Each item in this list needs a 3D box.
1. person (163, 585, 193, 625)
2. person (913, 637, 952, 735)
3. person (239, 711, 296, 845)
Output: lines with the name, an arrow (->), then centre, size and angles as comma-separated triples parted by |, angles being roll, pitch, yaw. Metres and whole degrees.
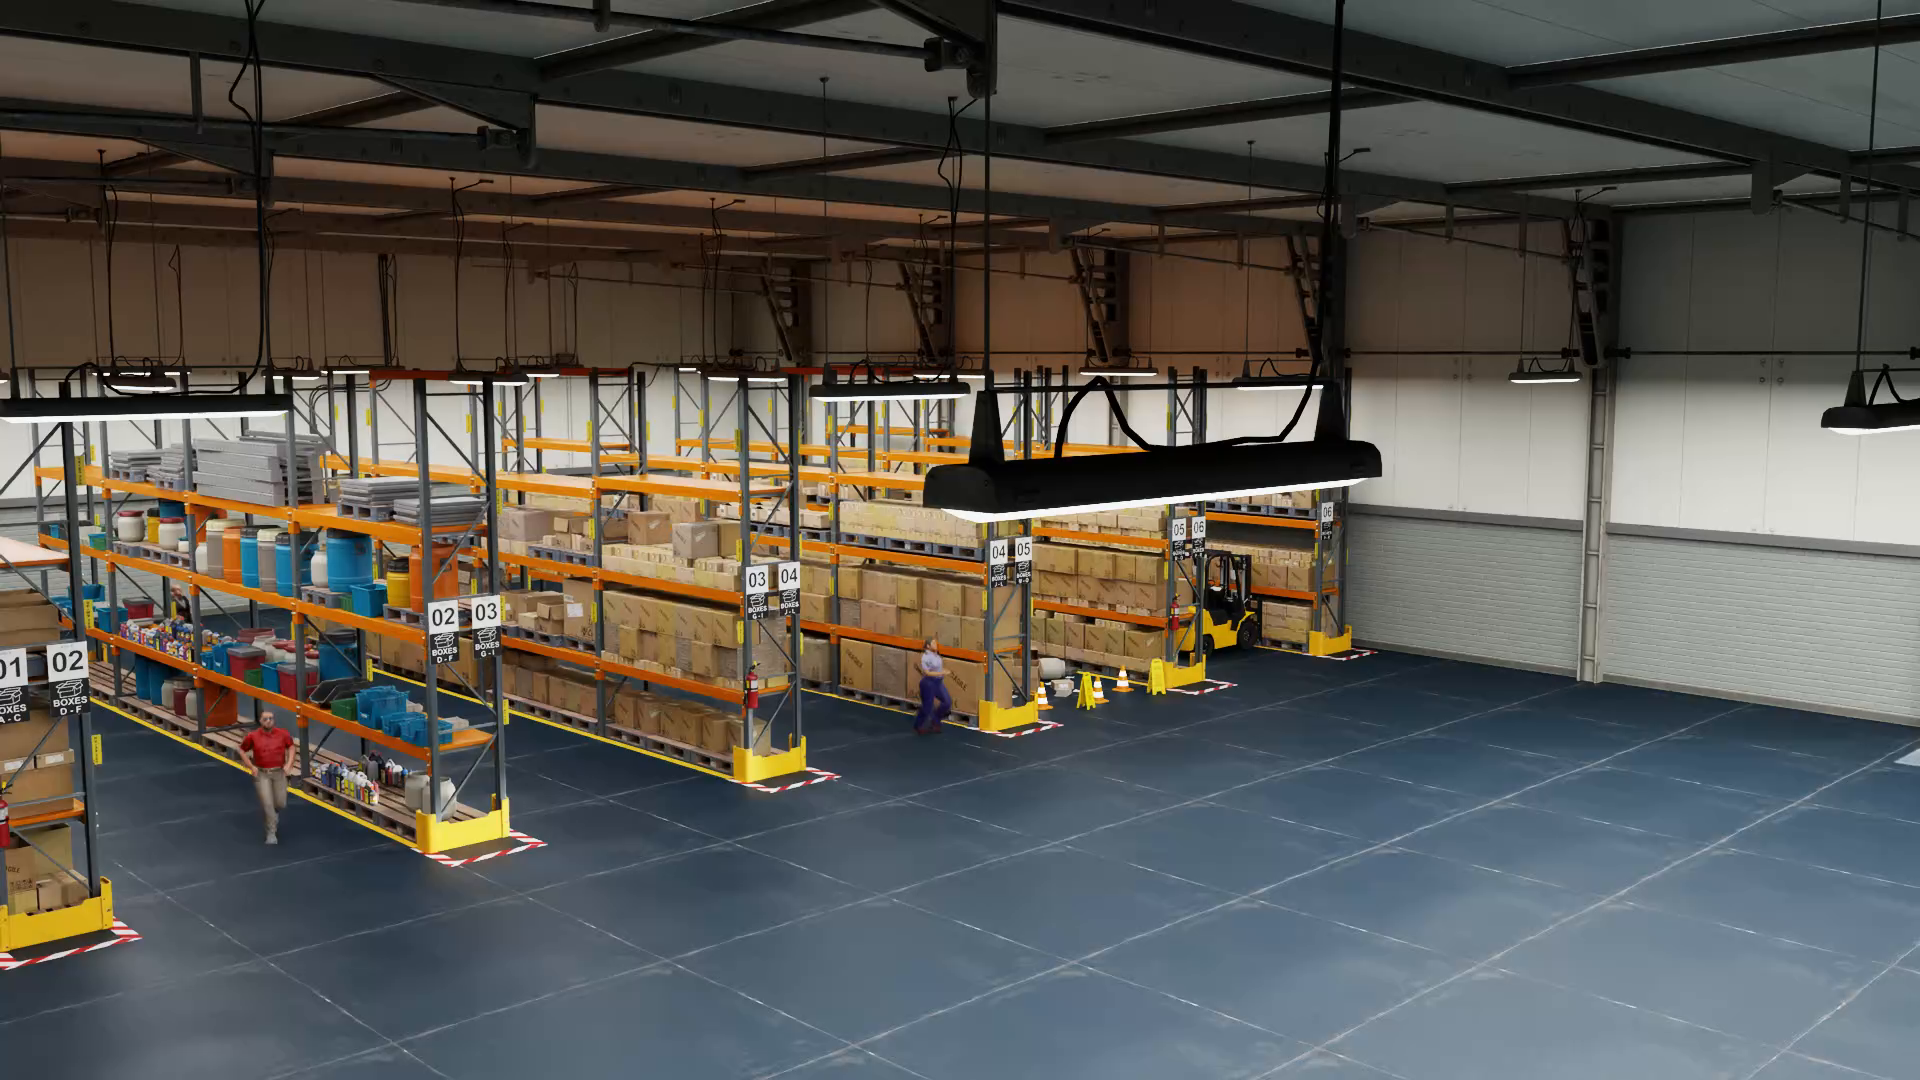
person -> -15.766, 1.727, 33.576 | 0.740, 1.678, 0.698 | 3, 7, 24
person -> -0.454, 2.430, 27.485 | 0.678, 1.644, 0.554 | 4, 7, 28
person -> -9.015, 3.056, 21.698 | 0.681, 1.706, 0.710 | -4, 8, -33
